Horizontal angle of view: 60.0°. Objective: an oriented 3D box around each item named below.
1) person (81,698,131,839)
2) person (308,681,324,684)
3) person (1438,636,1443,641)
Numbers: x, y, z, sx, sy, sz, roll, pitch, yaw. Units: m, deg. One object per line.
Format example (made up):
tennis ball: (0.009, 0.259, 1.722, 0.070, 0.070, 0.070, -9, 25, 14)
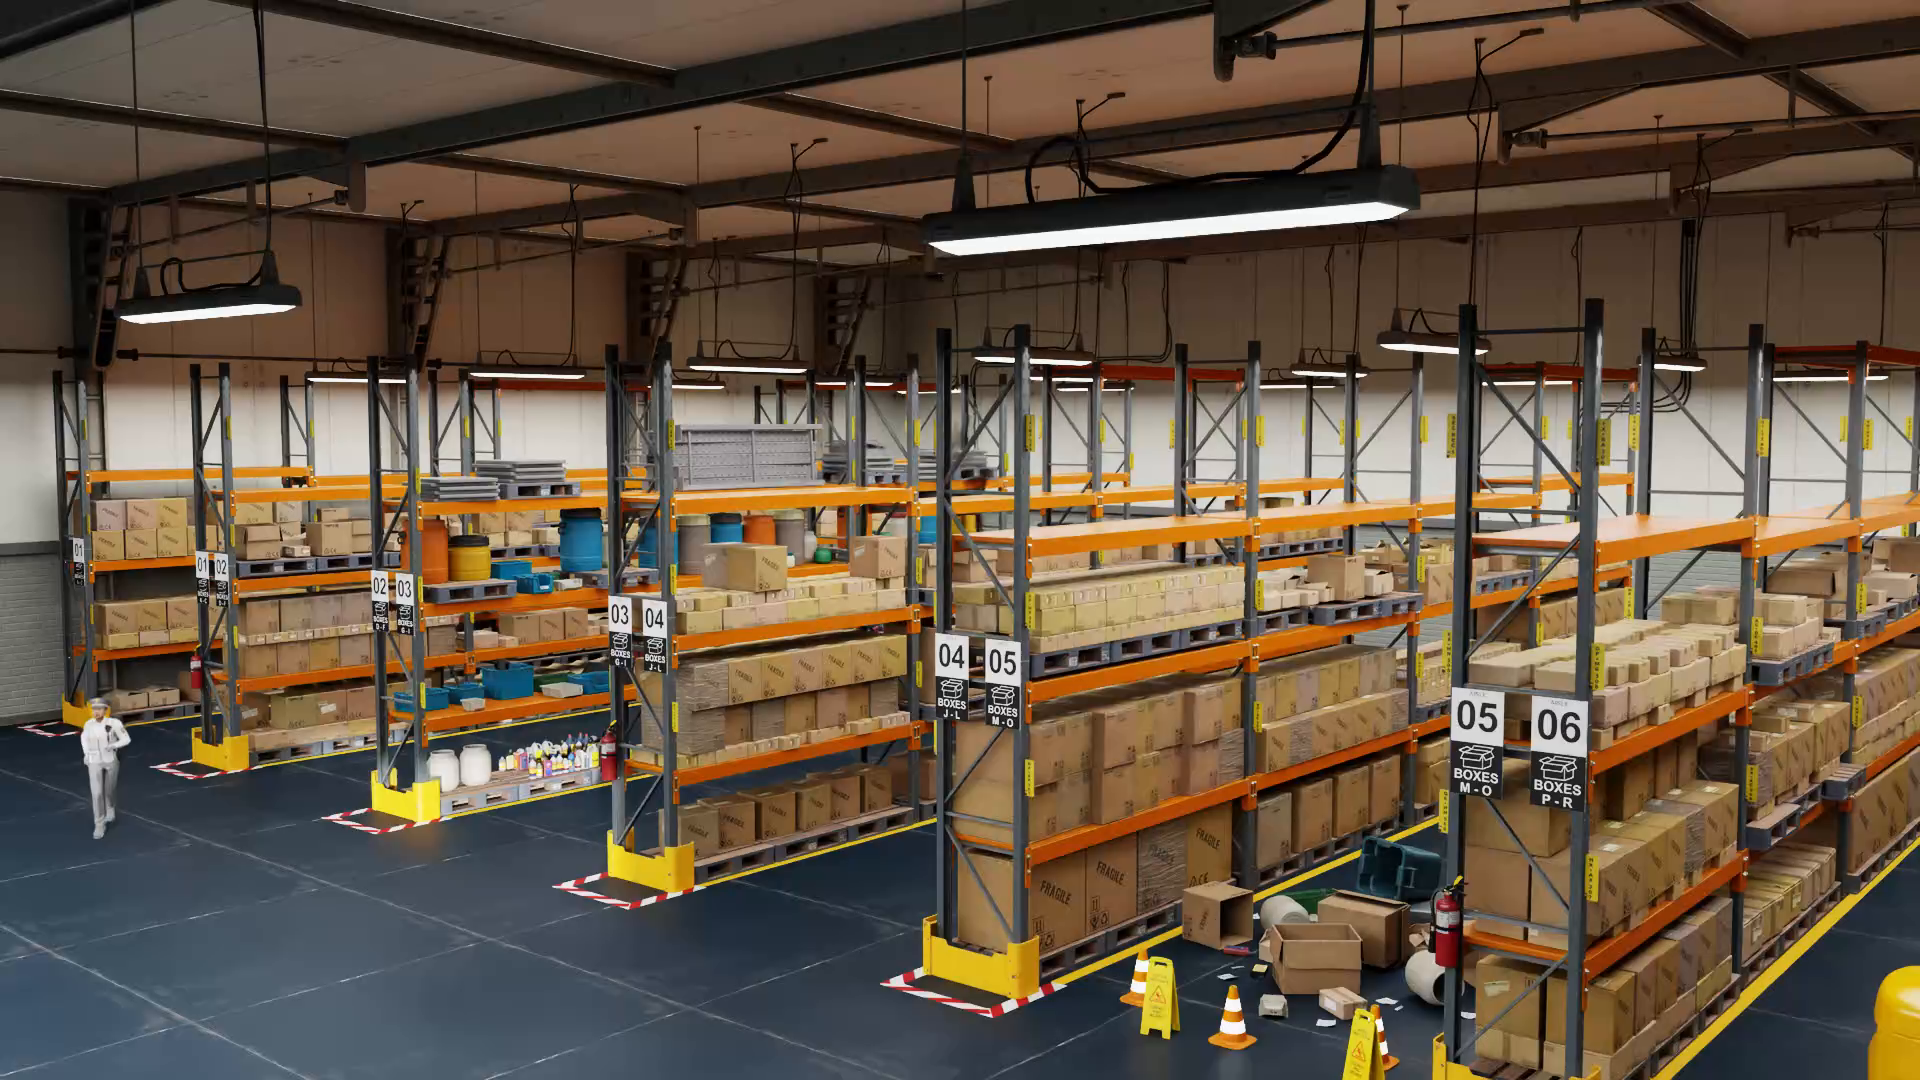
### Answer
person: (-10.728, 2.813, 20.877, 0.598, 1.717, 0.851, -1, 4, -18)
person: (-10.821, 2.271, 27.964, 0.673, 1.812, 0.706, 3, 5, 36)
person: (7.858, 2.397, 27.171, 0.609, 1.639, 0.914, 4, 6, 43)
